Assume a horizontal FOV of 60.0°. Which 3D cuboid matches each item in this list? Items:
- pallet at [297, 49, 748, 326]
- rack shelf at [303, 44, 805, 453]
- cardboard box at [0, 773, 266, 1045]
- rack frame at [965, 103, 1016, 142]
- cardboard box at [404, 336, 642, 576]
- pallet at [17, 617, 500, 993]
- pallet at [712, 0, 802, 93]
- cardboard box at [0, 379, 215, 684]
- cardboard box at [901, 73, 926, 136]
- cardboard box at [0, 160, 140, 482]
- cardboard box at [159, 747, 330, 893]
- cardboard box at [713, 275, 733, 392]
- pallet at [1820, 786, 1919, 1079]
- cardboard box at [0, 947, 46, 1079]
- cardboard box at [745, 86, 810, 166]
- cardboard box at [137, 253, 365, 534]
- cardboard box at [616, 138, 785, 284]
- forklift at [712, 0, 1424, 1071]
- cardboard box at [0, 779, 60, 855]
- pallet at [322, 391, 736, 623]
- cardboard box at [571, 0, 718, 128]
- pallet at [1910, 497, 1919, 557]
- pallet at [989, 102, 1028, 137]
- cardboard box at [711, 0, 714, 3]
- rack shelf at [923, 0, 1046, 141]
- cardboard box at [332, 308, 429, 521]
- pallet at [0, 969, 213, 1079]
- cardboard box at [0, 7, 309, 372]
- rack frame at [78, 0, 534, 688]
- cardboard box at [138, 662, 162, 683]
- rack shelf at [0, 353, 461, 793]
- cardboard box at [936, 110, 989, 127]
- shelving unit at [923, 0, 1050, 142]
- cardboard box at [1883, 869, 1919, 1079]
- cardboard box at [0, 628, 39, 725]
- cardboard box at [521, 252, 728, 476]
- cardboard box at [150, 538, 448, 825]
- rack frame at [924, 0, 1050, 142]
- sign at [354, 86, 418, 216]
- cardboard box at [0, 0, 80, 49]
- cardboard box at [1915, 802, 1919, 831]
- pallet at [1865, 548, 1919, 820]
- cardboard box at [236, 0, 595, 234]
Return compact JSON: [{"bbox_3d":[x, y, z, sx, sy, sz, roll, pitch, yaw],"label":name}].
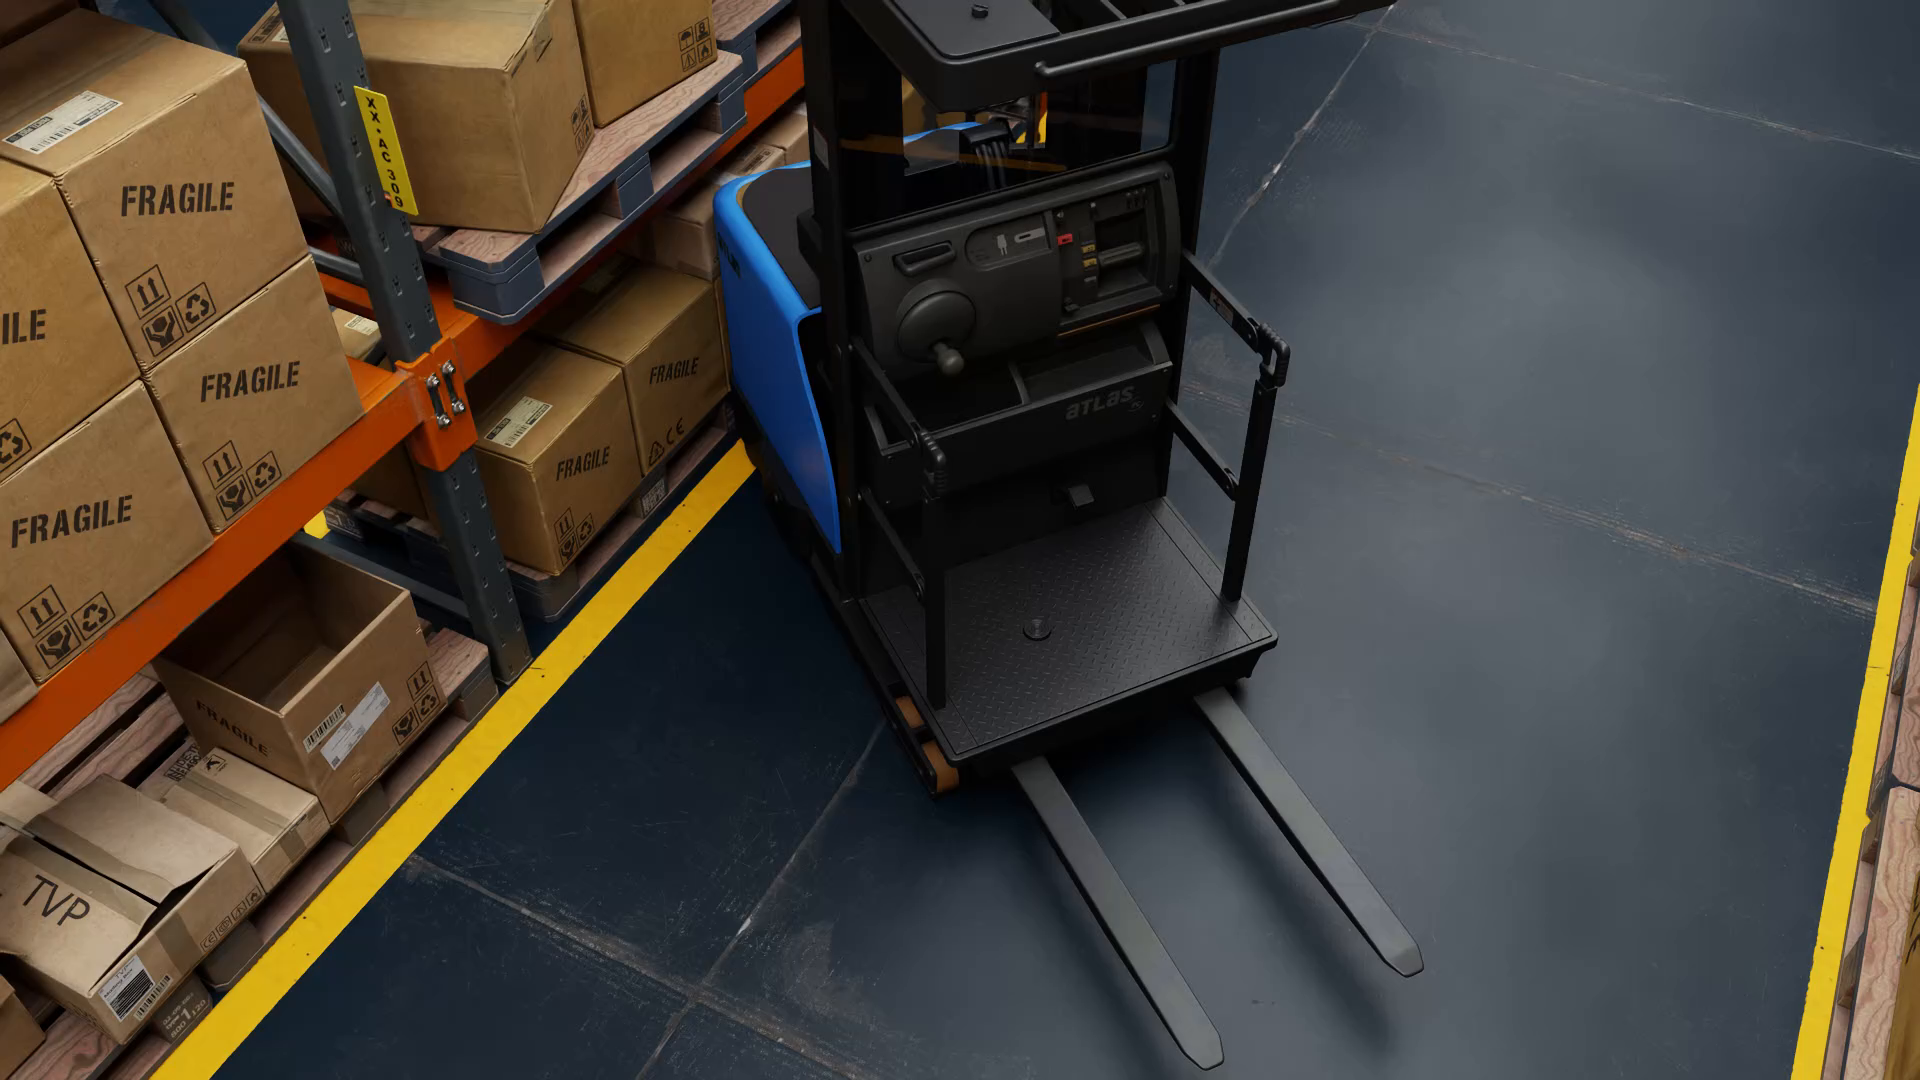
[{"bbox_3d":[-1.377,-1.189,4.951,1.003,0.211,1.213,20,49,19],"label":"pallet"},{"bbox_3d":[-0.916,-1.796,5.922,1.077,0.370,4.000,20,49,19],"label":"rack shelf"},{"bbox_3d":[-2.206,0.927,4.306,0.500,0.311,0.500,20,49,19],"label":"cardboard box"},{"bbox_3d":[0.235,-1.809,6.042,0.400,2.100,0.015,17,48,11],"label":"rack frame"},{"bbox_3d":[-1.404,-0.289,5.375,0.500,0.500,0.500,18,48,17],"label":"cardboard box"},{"bbox_3d":[-2.164,0.624,4.985,1.003,0.211,1.213,20,49,19],"label":"pallet"},{"bbox_3d":[-0.887,-2.015,5.767,1.003,0.211,1.213,20,49,19],"label":"pallet"},{"bbox_3d":[-2.088,-0.099,3.669,0.500,0.500,0.500,22,49,20],"label":"cardboard box"},{"bbox_3d":[-0.455,-1.592,6.663,0.500,0.500,0.500,19,48,18],"label":"cardboard box"},{"bbox_3d":[-2.086,-0.448,3.310,0.500,0.500,0.500,20,49,18],"label":"cardboard box"},{"bbox_3d":[-1.979,0.767,4.578,0.380,0.149,0.250,20,49,19],"label":"cardboard box"},{"bbox_3d":[-0.928,-0.941,6.019,0.500,0.500,0.500,21,49,20],"label":"cardboard box"},{"bbox_3d":[2.836,1.313,4.303,1.003,0.211,1.213,20,49,19],"label":"pallet"},{"bbox_3d":[-2.712,1.119,3.981,0.797,0.503,0.637,20,49,19],"label":"cardboard box"},{"bbox_3d":[-0.708,-1.499,6.043,0.500,0.250,0.500,20,49,18],"label":"cardboard box"},{"bbox_3d":[-1.850,-0.424,3.990,0.500,0.500,0.500,21,49,20],"label":"cardboard box"},{"bbox_3d":[-0.940,-1.183,5.731,0.500,0.250,0.500,21,49,19],"label":"cardboard box"},{"bbox_3d":[0.265,-0.629,4.311,1.130,2.935,3.031,-19,48,-17],"label":"forklift"},{"bbox_3d":[-2.624,0.794,4.539,0.380,0.166,0.250,20,49,19],"label":"cardboard box"},{"bbox_3d":[-1.501,-0.334,5.931,1.003,0.211,1.213,20,49,19],"label":"pallet"},{"bbox_3d":[-1.164,-1.650,4.907,0.700,0.500,0.500,28,52,25],"label":"cardboard box"},{"bbox_3d":[3.969,-0.224,5.823,1.003,0.211,1.213,20,49,19],"label":"pallet"},{"bbox_3d":[-0.368,-1.871,7.451,1.003,0.211,1.213,20,49,19],"label":"pallet"},{"bbox_3d":[-1.079,-2.105,5.356,0.700,0.500,0.500,9,46,9],"label":"cardboard box"},{"bbox_3d":[0.153,-1.636,5.890,0.431,0.518,0.480,17,48,11],"label":"rack shelf"},{"bbox_3d":[-1.870,-0.470,5.554,0.500,0.500,0.500,20,49,19],"label":"cardboard box"},{"bbox_3d":[-2.730,1.395,4.223,1.003,0.211,1.213,20,49,19],"label":"pallet"},{"bbox_3d":[-1.850,-0.772,3.630,0.500,0.500,0.500,21,49,19],"label":"cardboard box"},{"bbox_3d":[-1.845,-0.789,4.421,1.000,3.000,0.127,20,49,19],"label":"rack frame"},{"bbox_3d":[-2.231,0.195,5.030,0.500,0.311,0.500,20,49,19],"label":"cardboard box"},{"bbox_3d":[-2.773,0.724,3.431,1.077,0.370,4.000,20,49,19],"label":"rack shelf"},{"bbox_3d":[-0.214,-1.918,6.985,0.500,0.500,0.500,22,49,21],"label":"cardboard box"},{"bbox_3d":[0.154,-1.645,5.880,0.431,2.100,0.503,17,48,11],"label":"shelving unit"},{"bbox_3d":[2.731,1.000,3.869,0.750,0.750,0.750,21,49,19],"label":"cardboard box"},{"bbox_3d":[-2.324,0.225,3.348,0.500,0.500,0.500,22,49,20],"label":"cardboard box"},{"bbox_3d":[-1.167,-0.629,5.711,0.500,0.500,0.500,21,49,20],"label":"cardboard box"},{"bbox_3d":[-1.858,0.388,4.706,0.500,0.500,0.500,20,49,19],"label":"cardboard box"},{"bbox_3d":[0.074,-1.481,5.718,0.400,2.100,0.015,17,48,11],"label":"rack frame"},{"bbox_3d":[-1.361,-0.919,3.941,0.100,0.325,0.005,20,49,19],"label":"sign"},{"bbox_3d":[-2.313,-0.972,3.828,0.500,0.500,0.500,22,49,20],"label":"cardboard box"},{"bbox_3d":[3.141,0.439,4.423,0.750,0.750,0.750,22,49,20],"label":"cardboard box"},{"bbox_3d":[3.401,0.542,5.066,1.003,0.211,1.213,20,49,19],"label":"pallet"},{"bbox_3d":[-1.427,-1.196,4.458,0.700,0.500,0.500,6,46,6],"label":"cardboard box"}]
